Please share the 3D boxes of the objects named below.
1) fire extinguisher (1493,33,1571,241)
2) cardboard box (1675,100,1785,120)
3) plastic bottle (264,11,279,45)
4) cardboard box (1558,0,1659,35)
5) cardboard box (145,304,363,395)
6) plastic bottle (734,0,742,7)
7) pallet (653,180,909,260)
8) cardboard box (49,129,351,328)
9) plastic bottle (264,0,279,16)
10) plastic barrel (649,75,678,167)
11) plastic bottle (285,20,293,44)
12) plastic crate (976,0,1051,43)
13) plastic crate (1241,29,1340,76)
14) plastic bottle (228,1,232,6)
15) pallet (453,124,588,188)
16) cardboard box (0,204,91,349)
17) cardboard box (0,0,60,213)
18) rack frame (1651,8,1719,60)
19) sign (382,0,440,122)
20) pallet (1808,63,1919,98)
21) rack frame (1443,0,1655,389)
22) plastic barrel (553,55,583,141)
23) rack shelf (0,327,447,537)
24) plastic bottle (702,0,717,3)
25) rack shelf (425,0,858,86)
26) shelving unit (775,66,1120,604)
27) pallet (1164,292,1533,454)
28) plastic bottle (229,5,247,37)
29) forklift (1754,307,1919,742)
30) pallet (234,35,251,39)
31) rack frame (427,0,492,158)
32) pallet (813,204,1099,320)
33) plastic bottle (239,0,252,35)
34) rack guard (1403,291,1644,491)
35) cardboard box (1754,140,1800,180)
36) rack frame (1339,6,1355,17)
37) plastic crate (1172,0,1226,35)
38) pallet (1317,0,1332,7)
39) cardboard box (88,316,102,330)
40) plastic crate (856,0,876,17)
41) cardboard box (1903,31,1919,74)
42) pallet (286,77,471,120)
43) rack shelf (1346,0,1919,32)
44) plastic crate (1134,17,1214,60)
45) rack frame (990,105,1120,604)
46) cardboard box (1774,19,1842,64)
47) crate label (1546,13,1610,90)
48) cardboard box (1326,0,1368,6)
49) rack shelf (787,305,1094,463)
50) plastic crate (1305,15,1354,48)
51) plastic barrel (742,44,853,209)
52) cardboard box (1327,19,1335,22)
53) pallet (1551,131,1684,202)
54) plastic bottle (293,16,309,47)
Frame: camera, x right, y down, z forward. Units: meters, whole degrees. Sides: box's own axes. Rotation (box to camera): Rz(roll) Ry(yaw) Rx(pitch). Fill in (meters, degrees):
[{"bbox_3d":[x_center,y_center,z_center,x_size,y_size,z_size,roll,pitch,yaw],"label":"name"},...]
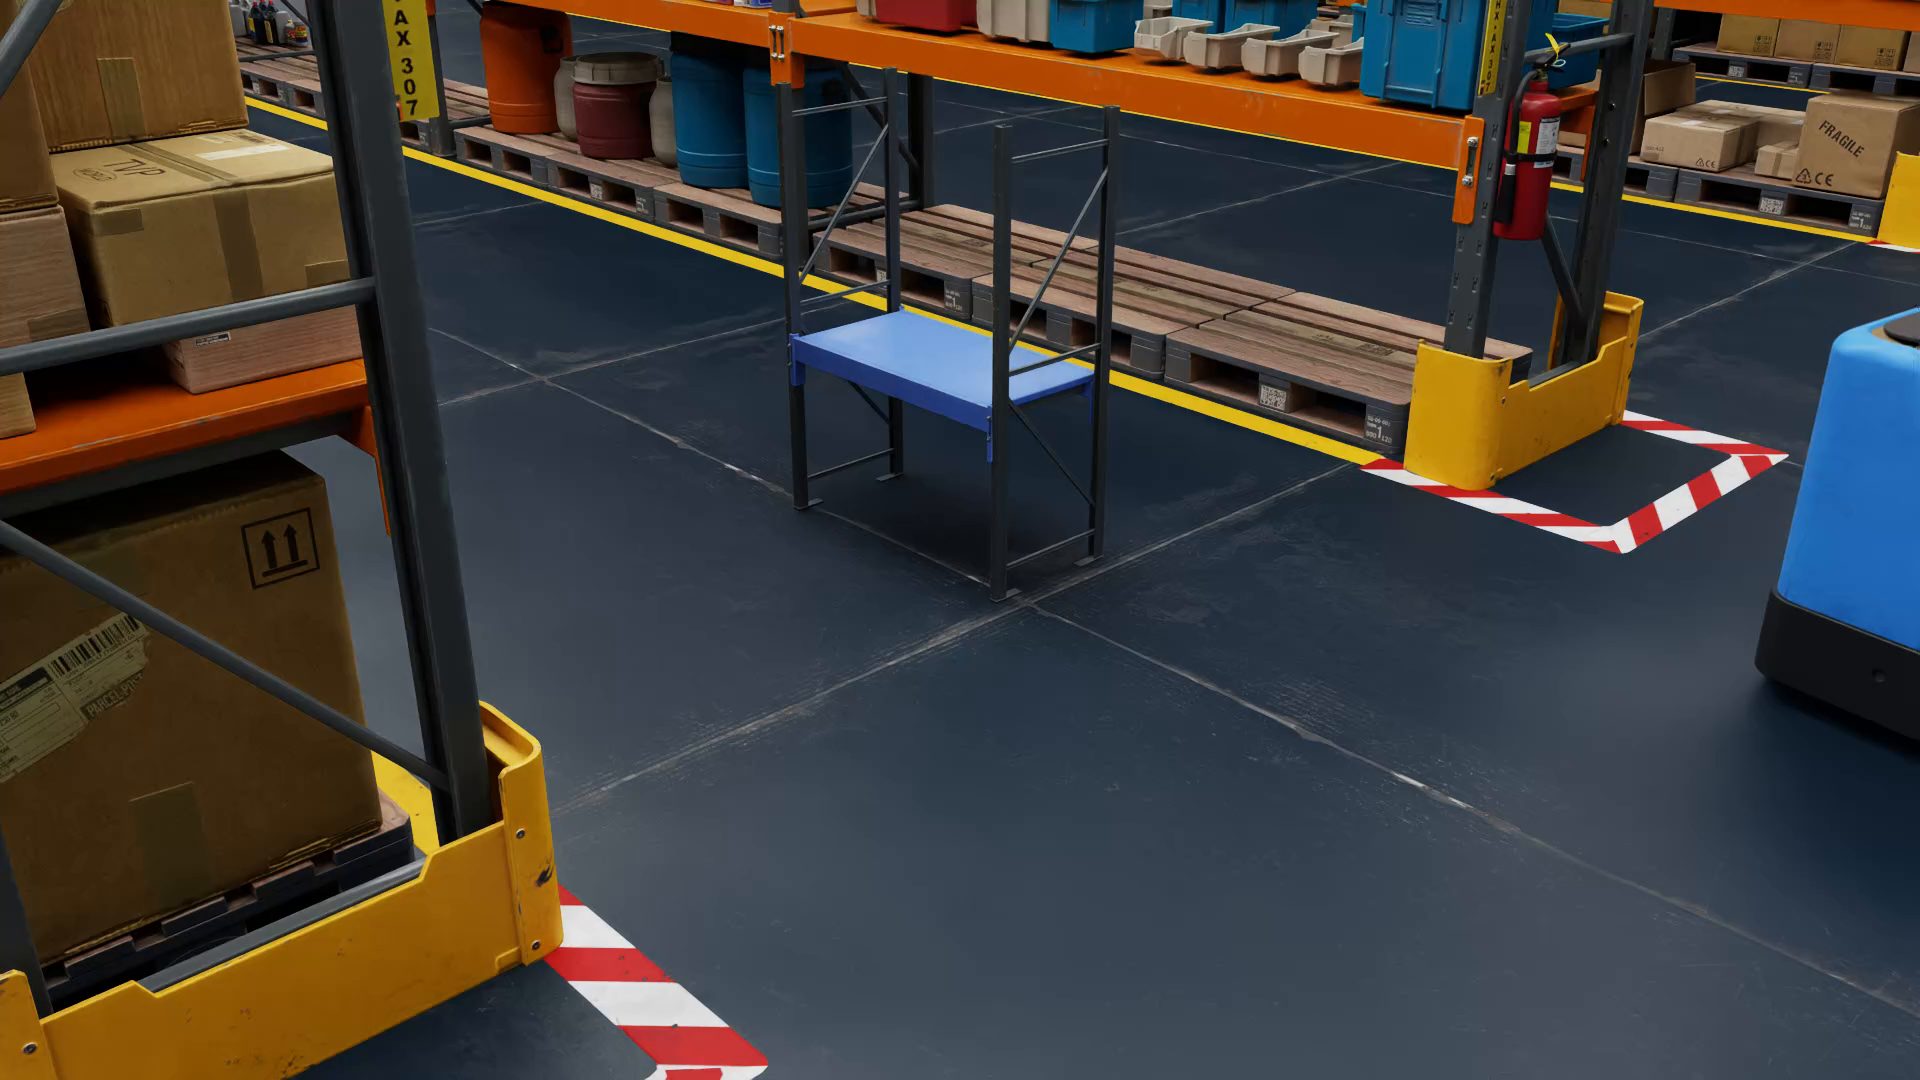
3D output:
[{"bbox_3d":[1.956,-1.376,5.695,0.296,0.674,0.183,-21,32,-38],"label":"fire extinguisher"},{"bbox_3d":[4.955,-2.657,10.743,0.500,0.250,0.500,-21,32,-38],"label":"cardboard box"},{"bbox_3d":[-6.234,-4.636,15.041,0.061,0.283,0.133,-21,32,-38],"label":"plastic bottle"},{"bbox_3d":[6.143,-5.151,15.511,0.750,0.750,0.750,-21,32,-38],"label":"cardboard box"},{"bbox_3d":[-1.433,-0.437,3.397,0.380,0.149,0.250,-21,32,-38],"label":"cardboard box"},{"bbox_3d":[-1.154,-2.932,8.802,0.097,0.201,0.097,0,25,0],"label":"plastic bottle"},{"bbox_3d":[-1.047,-1.944,9.757,1.003,0.211,1.213,-21,32,-38],"label":"pallet"},{"bbox_3d":[-1.562,-0.639,3.360,0.500,0.250,0.500,-22,33,-40],"label":"cardboard box"},{"bbox_3d":[-6.266,-4.748,15.206,0.144,0.351,0.185,-20,31,-37],"label":"plastic bottle"},{"bbox_3d":[-1.714,-2.607,10.342,0.421,0.512,0.421,0,25,0],"label":"plastic barrel"},{"bbox_3d":[-6.054,-4.601,15.062,0.097,0.201,0.097,0,25,0],"label":"plastic bottle"},{"bbox_3d":[0.360,-2.426,7.524,0.437,0.282,0.530,-21,32,-38],"label":"plastic crate"},{"bbox_3d":[1.307,-1.950,6.657,0.396,0.136,0.243,-21,32,-38],"label":"plastic crate"},{"bbox_3d":[-6.929,-5.006,15.860,0.152,0.276,0.135,-22,33,-40],"label":"plastic bottle"},{"bbox_3d":[-2.714,-2.683,11.378,1.003,0.211,1.213,-21,32,-38],"label":"pallet"},{"bbox_3d":[-1.956,-0.489,3.030,0.500,0.250,0.500,-22,32,-39],"label":"cardboard box"},{"bbox_3d":[-1.956,-0.832,2.878,0.500,0.500,0.500,-21,32,-38],"label":"cardboard box"},{"bbox_3d":[6.682,-5.778,14.801,1.000,3.000,0.127,-21,32,-38],"label":"rack frame"},{"bbox_3d":[-1.022,-0.936,3.049,0.100,0.325,0.005,-21,32,-38],"label":"sign"},{"bbox_3d":[7.983,-3.887,14.016,1.003,0.211,1.213,-21,32,-38],"label":"pallet"},{"bbox_3d":[2.184,-1.755,5.984,1.000,3.000,0.127,-21,32,-38],"label":"rack frame"},{"bbox_3d":[-2.486,-2.949,11.092,0.421,0.512,0.421,0,25,0],"label":"plastic barrel"},{"bbox_3d":[-2.798,-0.629,4.381,1.077,0.370,4.000,-21,32,-38],"label":"rack shelf"},{"bbox_3d":[-1.305,-3.049,8.969,0.152,0.276,0.135,-21,32,-38],"label":"plastic bottle"},{"bbox_3d":[-1.917,-3.246,10.118,1.077,0.370,4.000,-21,32,-38],"label":"rack shelf"},{"bbox_3d":[-0.058,-0.708,5.495,0.538,1.500,1.048,-21,32,-38],"label":"shelving unit"},{"bbox_3d":[1.649,-0.748,7.134,1.003,0.211,1.213,-21,32,-38],"label":"pallet"},{"bbox_3d":[-6.777,-4.851,15.520,0.152,0.276,0.135,-21,32,-38],"label":"plastic bottle"},{"bbox_3d":[3.780,-1.094,4.617,3.031,2.935,1.130,-16,29,-32],"label":"forklift"},{"bbox_3d":[-7.284,-4.707,15.814,1.003,0.211,1.213,-21,32,-38],"label":"pallet"},{"bbox_3d":[-3.284,-4.179,11.297,1.000,3.000,0.127,-21,32,-38],"label":"rack frame"},{"bbox_3d":[-0.019,-1.487,8.755,1.003,0.211,1.213,-21,32,-38],"label":"pallet"},{"bbox_3d":[-6.686,-4.934,15.613,0.144,0.351,0.185,-22,32,-39],"label":"plastic bottle"},{"bbox_3d":[2.210,-0.615,6.495,1.175,0.500,0.348,-21,32,-38],"label":"rack guard"},{"bbox_3d":[5.040,-2.314,10.091,0.380,0.166,0.250,-21,32,-38],"label":"cardboard box"},{"bbox_3d":[3.069,-4.371,11.718,1.000,3.000,0.127,-21,32,-38],"label":"rack frame"},{"bbox_3d":[1.151,-2.365,7.449,0.416,0.233,0.300,-21,32,-38],"label":"plastic crate"},{"bbox_3d":[3.415,-5.958,18.556,1.003,0.211,1.213,-21,32,-38],"label":"pallet"},{"bbox_3d":[-1.785,-0.592,3.736,0.380,0.149,0.250,-22,33,-40],"label":"cardboard box"},{"bbox_3d":[-0.336,-2.693,8.285,0.396,0.136,0.243,-21,32,-38],"label":"plastic crate"},{"bbox_3d":[8.178,-4.107,13.645,0.500,0.500,0.700,23,33,40],"label":"cardboard box"},{"bbox_3d":[-4.614,-3.526,13.224,1.003,0.211,1.213,-21,32,-38],"label":"pallet"},{"bbox_3d":[4.436,-3.438,10.539,1.077,0.370,4.000,-21,32,-38],"label":"rack shelf"},{"bbox_3d":[0.883,-2.112,7.011,0.298,0.136,0.250,-21,32,-38],"label":"plastic crate"},{"bbox_3d":[0.289,-0.554,5.158,0.500,1.500,0.032,-21,32,-38],"label":"rack frame"},{"bbox_3d":[7.459,-4.423,14.336,0.700,0.500,0.500,-22,32,-39],"label":"cardboard box"},{"bbox_3d":[2.256,-1.875,6.375,0.416,0.233,0.303,-21,32,-38],"label":"crate label"},{"bbox_3d":[4.355,-5.943,17.246,0.750,0.750,0.750,-22,32,-39],"label":"cardboard box"},{"bbox_3d":[-0.058,-0.545,5.570,0.538,0.185,1.000,-21,32,-38],"label":"rack shelf"},{"bbox_3d":[1.633,-2.157,7.110,0.250,0.136,0.298,-21,32,-38],"label":"plastic crate"},{"bbox_3d":[-0.909,-2.373,9.361,0.600,0.901,0.708,-21,32,-38],"label":"plastic barrel"},{"bbox_3d":[2.916,-3.650,12.618,0.500,0.500,0.500,22,33,39],"label":"cardboard box"},{"bbox_3d":[4.375,-2.524,11.030,1.003,0.211,1.213,-21,32,-38],"label":"pallet"},{"bbox_3d":[-5.915,-4.571,14.912,0.097,0.271,0.097,0,25,0],"label":"plastic bottle"}]
